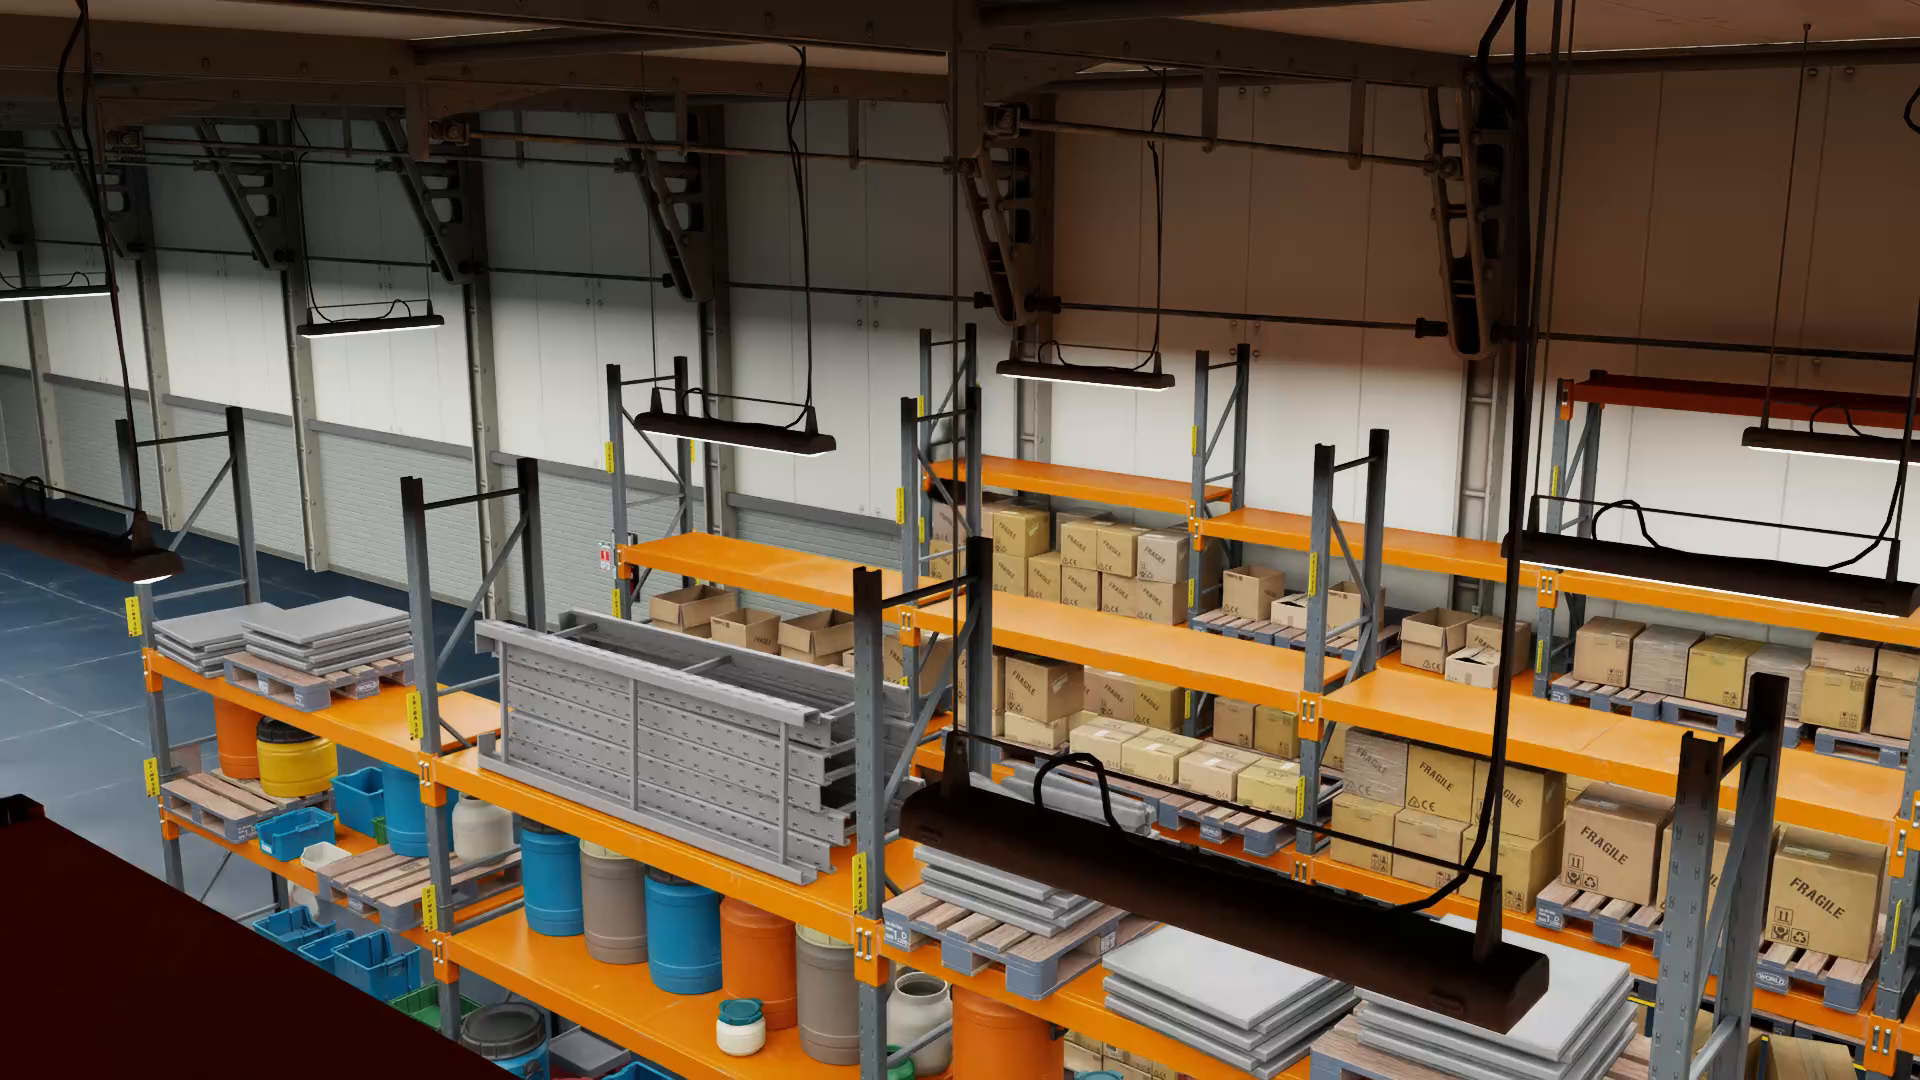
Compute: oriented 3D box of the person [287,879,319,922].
[{"bbox_3d":[-6.355,3.673,16.169,0.687,1.646,0.523,3,13,15],"label":"person"}]
